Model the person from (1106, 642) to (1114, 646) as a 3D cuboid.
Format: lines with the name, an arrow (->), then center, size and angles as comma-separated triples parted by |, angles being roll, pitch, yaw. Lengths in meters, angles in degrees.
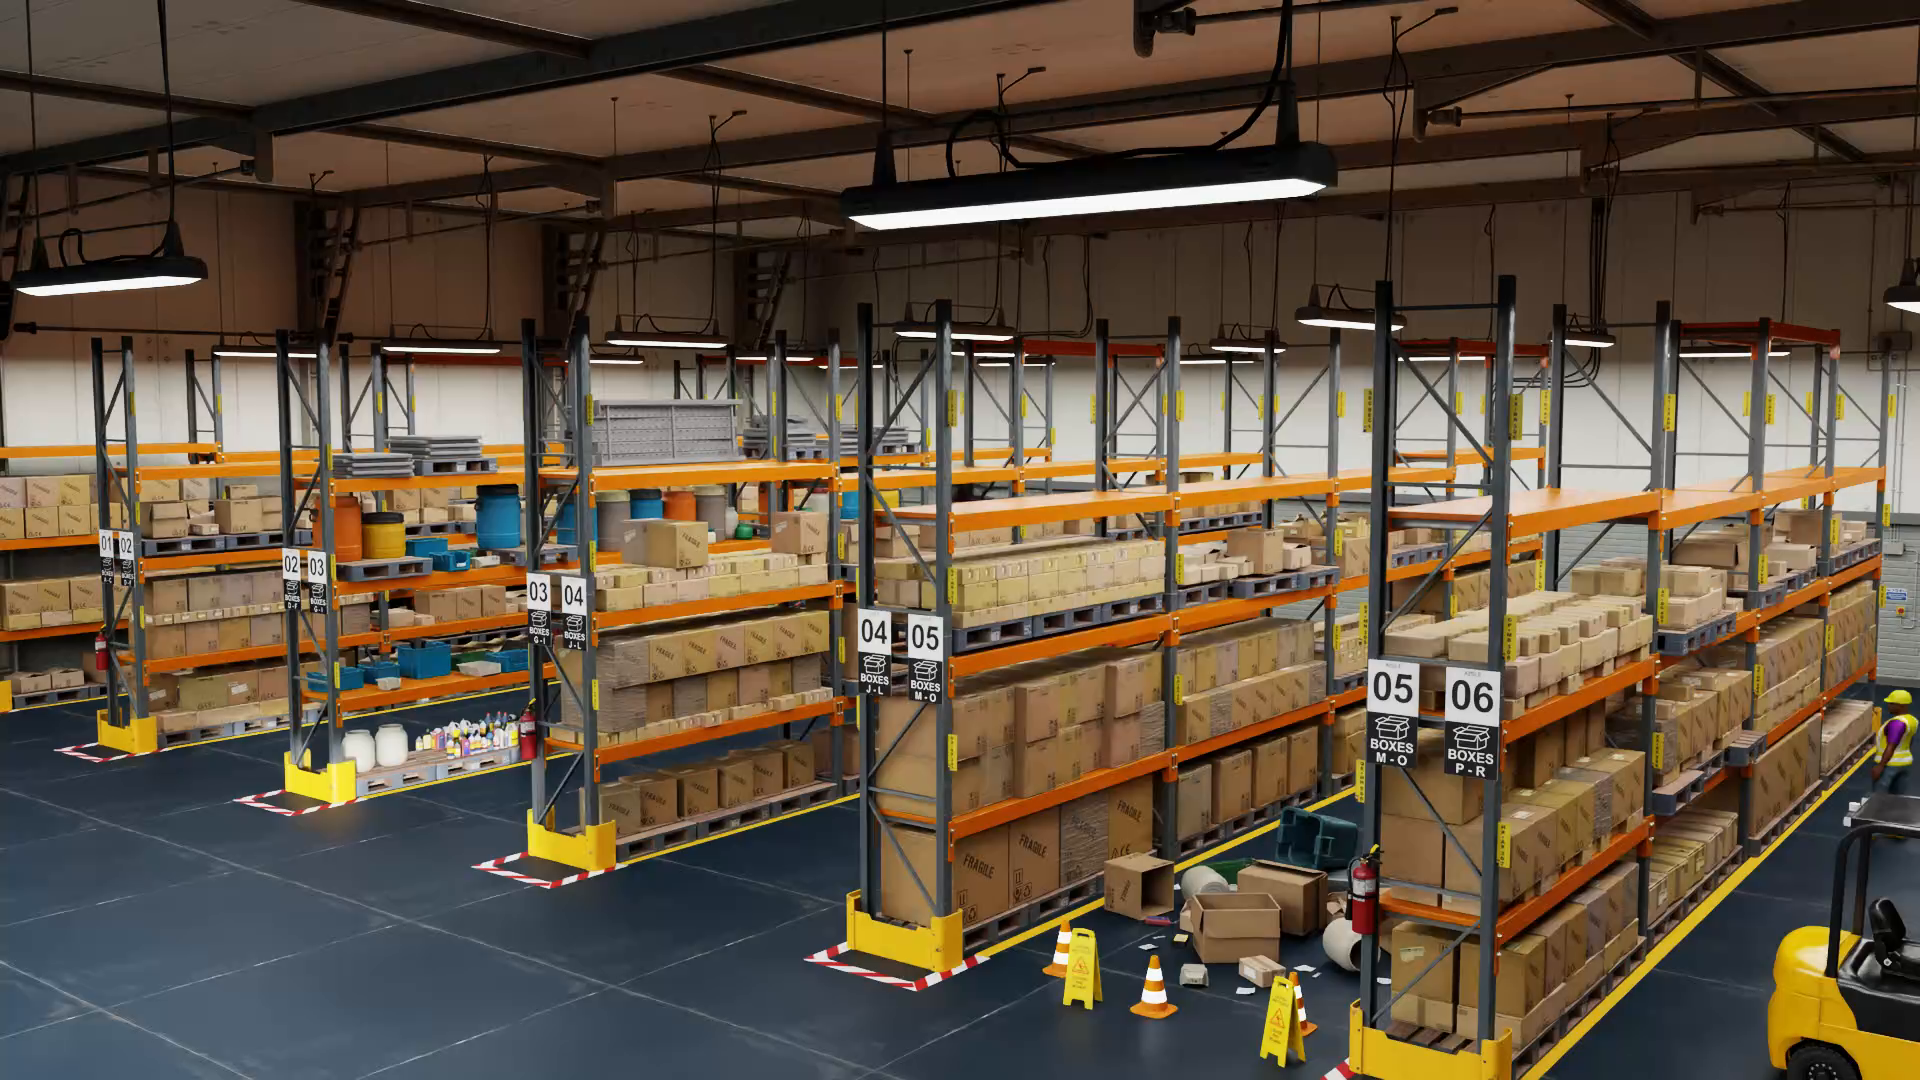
person -> 1.975, 2.111, 23.328 | 0.439, 1.749, 0.550 | 0, 5, -4

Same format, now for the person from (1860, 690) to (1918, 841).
person -> 10.804, 2.613, 19.311 | 0.643, 1.768, 0.506 | -2, 5, -24
